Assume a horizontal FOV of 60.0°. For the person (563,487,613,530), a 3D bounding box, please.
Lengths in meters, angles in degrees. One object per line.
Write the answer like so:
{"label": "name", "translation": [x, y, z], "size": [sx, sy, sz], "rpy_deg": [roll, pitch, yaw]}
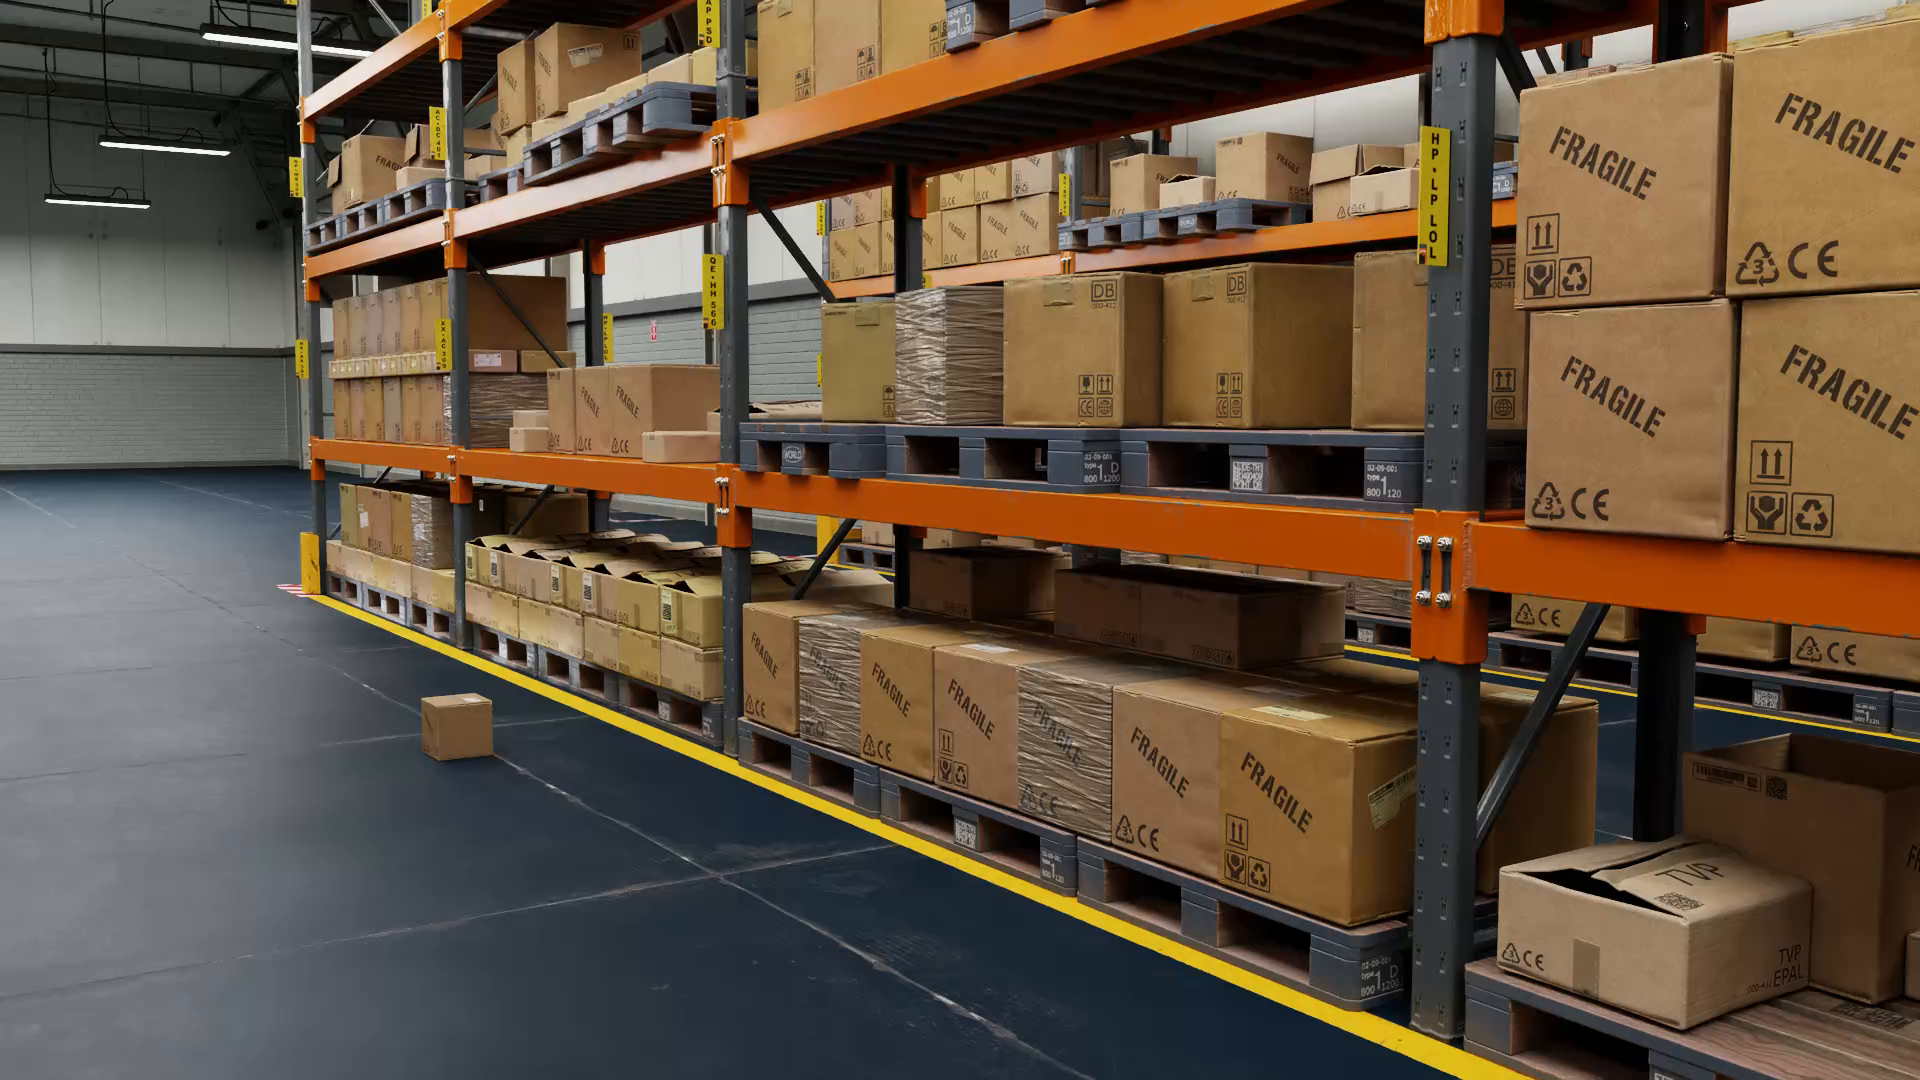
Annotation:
{"label": "person", "translation": [-3.283, -0.448, 14.686], "size": [0.553, 1.786, 0.551], "rpy_deg": [-3, 5, -32]}
